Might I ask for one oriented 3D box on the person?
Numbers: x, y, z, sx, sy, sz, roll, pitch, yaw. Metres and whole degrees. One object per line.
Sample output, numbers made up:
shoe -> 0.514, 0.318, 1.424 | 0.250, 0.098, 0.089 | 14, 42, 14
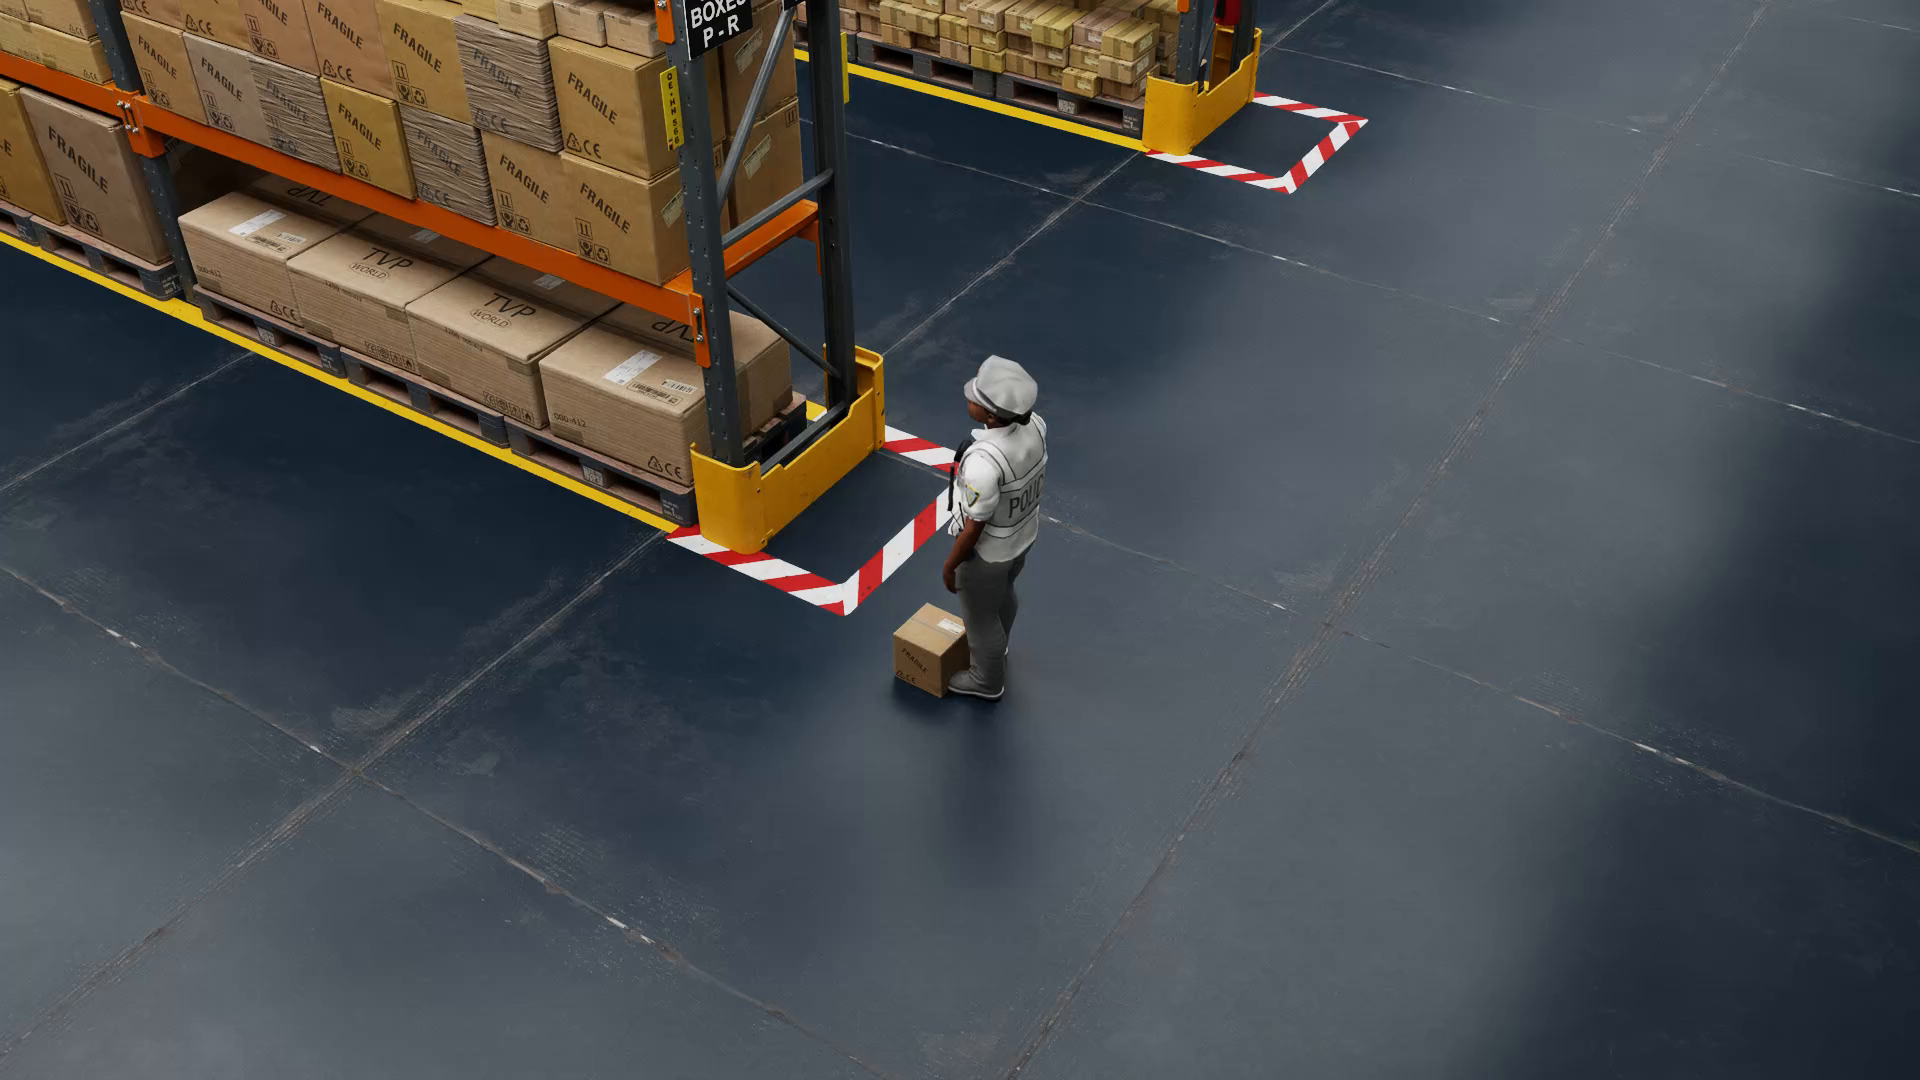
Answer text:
person -> 0.077, -0.042, 6.692 | 0.529, 1.694, 0.570 | 22, 43, 25
